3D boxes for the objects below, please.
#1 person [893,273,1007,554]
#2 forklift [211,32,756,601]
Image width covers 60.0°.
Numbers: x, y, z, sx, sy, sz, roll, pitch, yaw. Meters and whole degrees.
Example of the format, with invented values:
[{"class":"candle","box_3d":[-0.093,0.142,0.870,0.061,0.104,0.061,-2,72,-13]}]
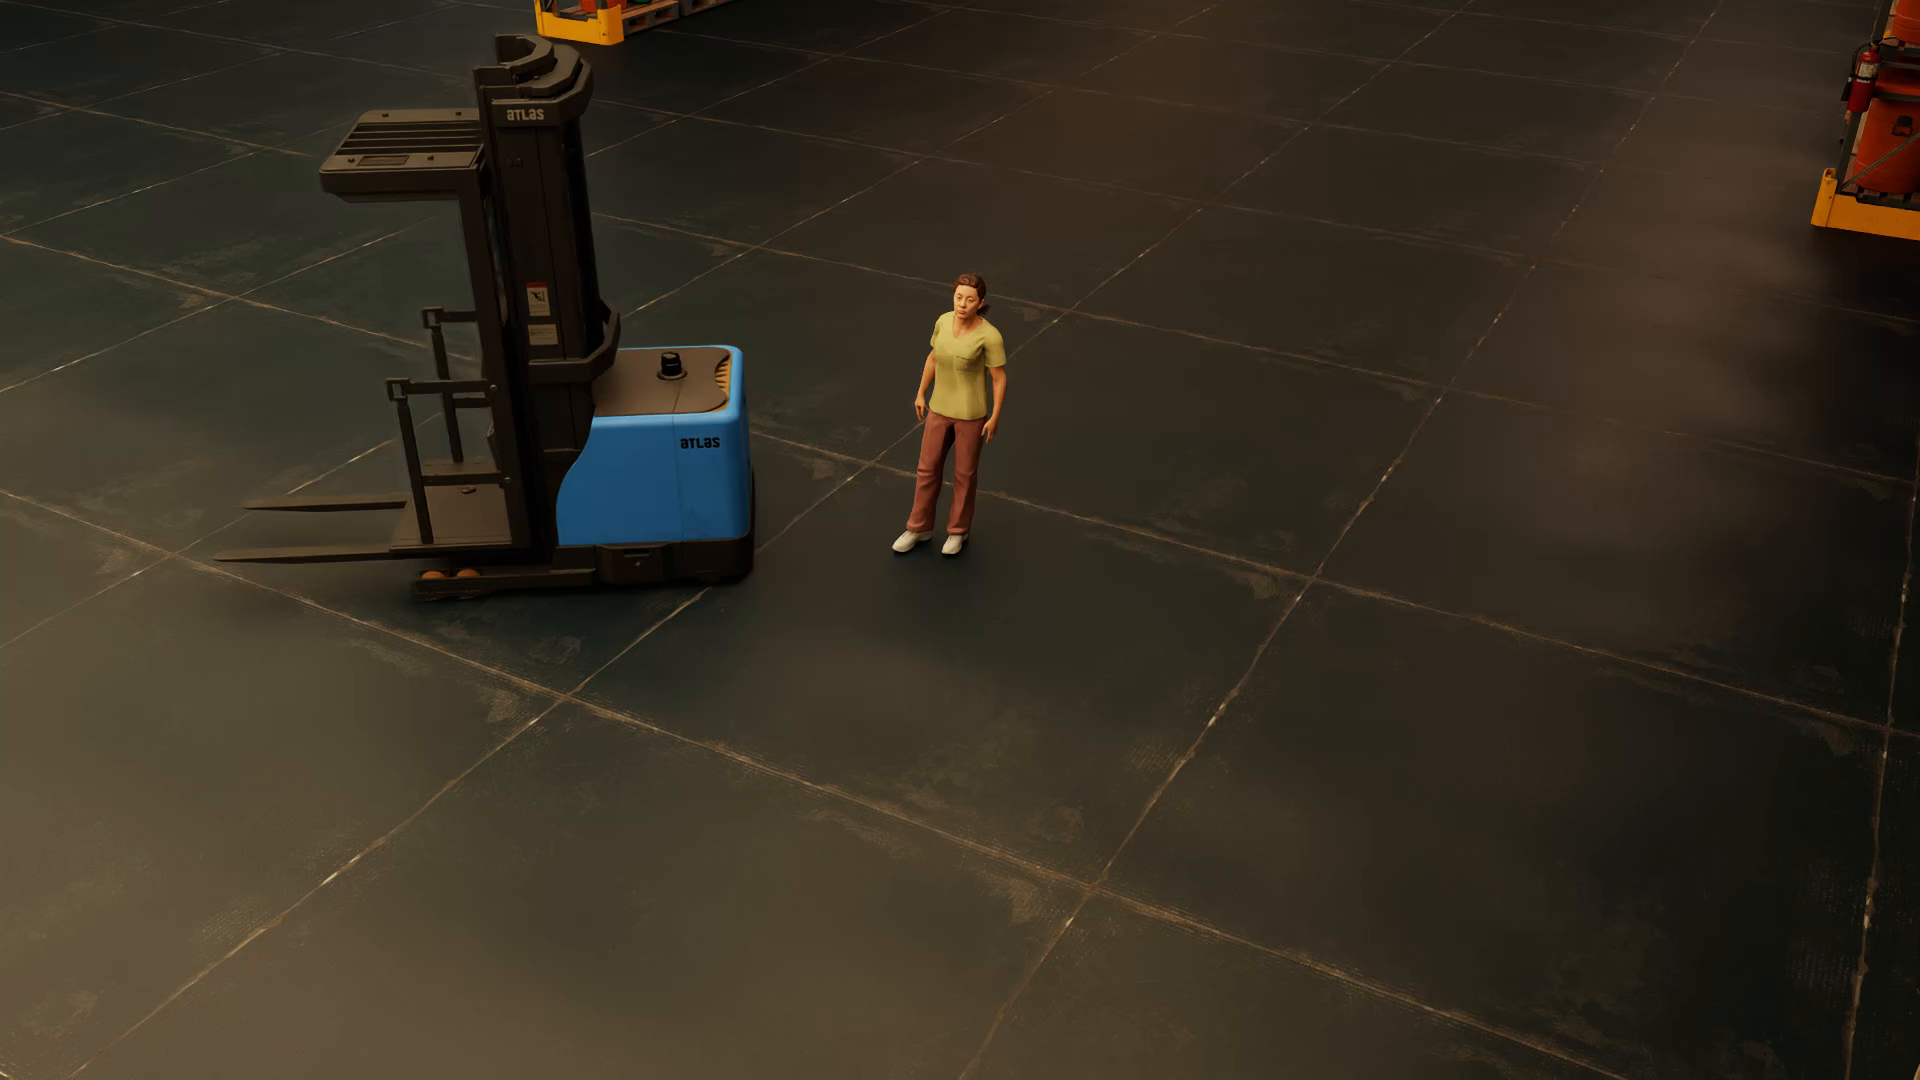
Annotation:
[{"class":"person","box_3d":[-0.046,-0.702,9.529,0.554,1.673,0.548,15,33,25]},{"class":"forklift","box_3d":[-2.742,-1.202,9.153,3.031,2.935,1.130,-3,30,-4]}]
